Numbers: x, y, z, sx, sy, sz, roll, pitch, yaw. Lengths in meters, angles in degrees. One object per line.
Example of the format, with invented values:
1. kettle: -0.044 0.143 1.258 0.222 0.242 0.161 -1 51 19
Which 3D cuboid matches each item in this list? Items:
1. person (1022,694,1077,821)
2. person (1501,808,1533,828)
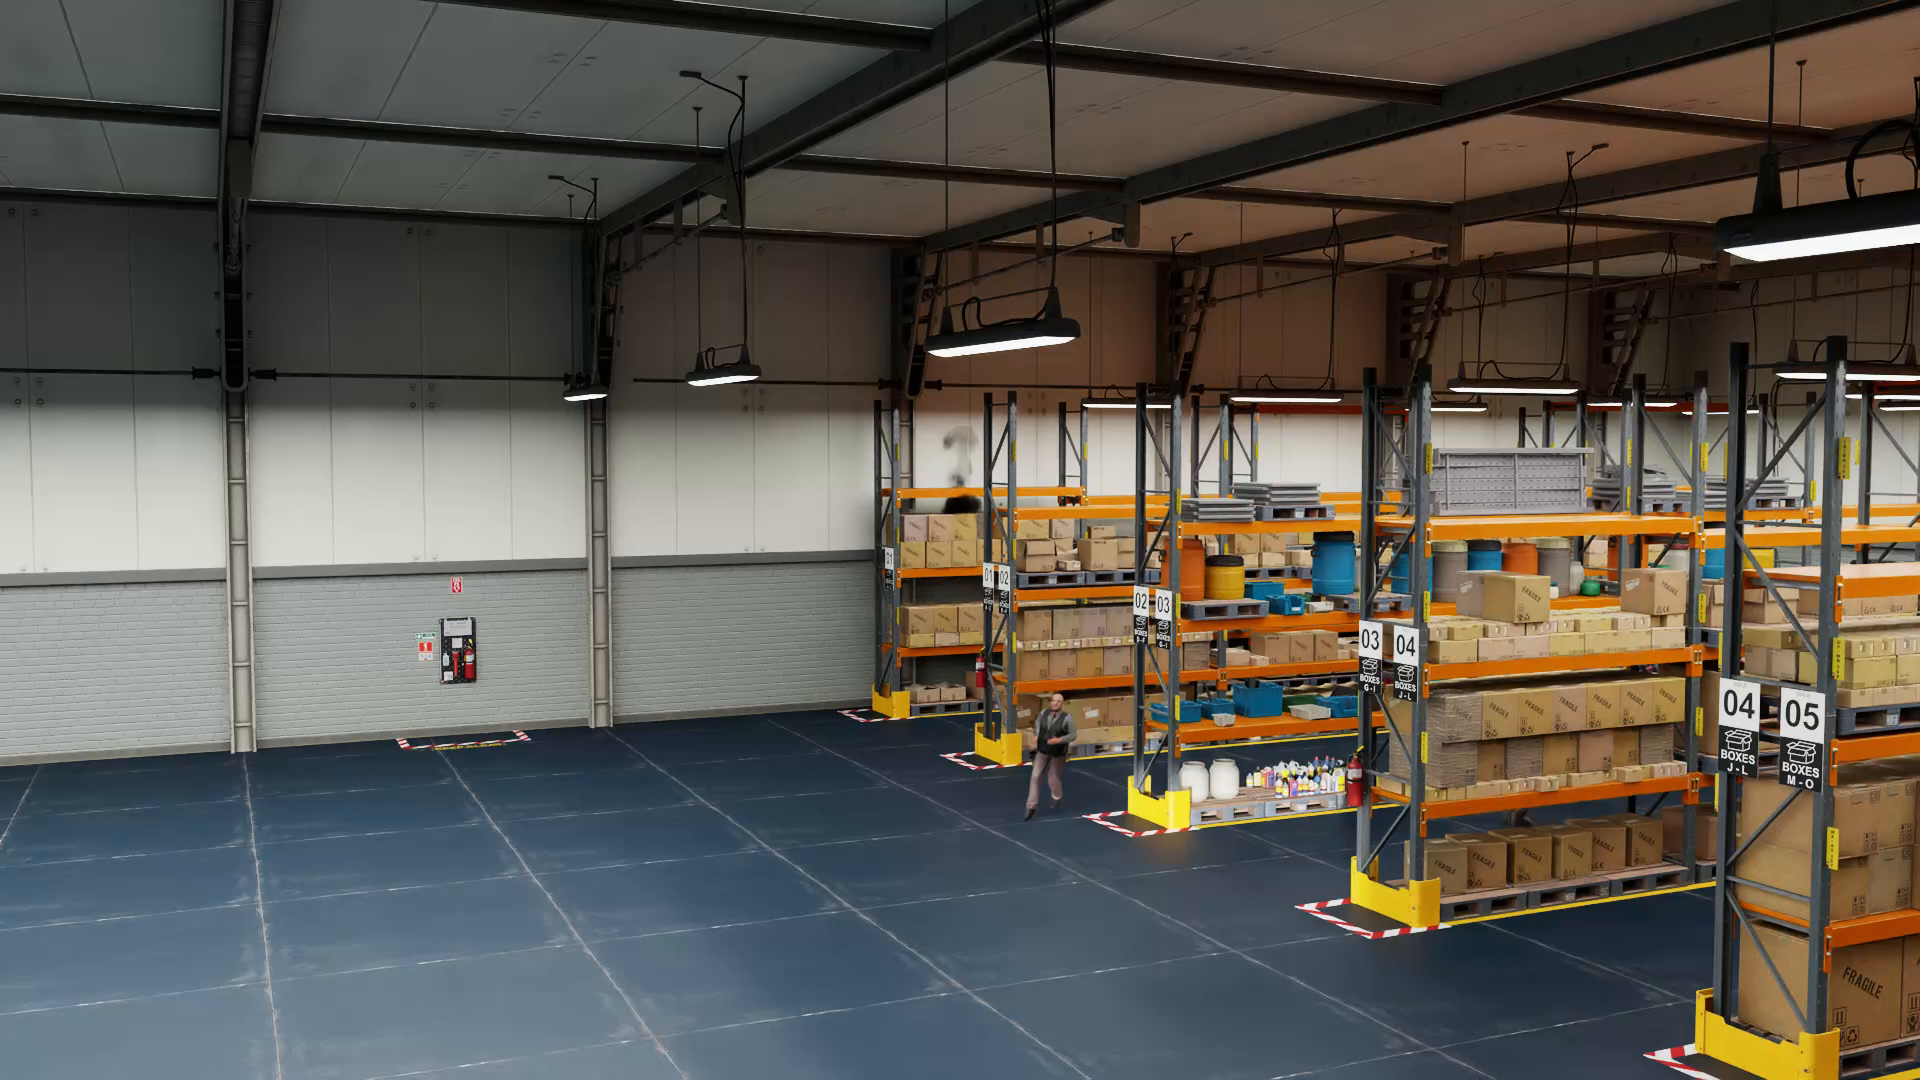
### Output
1. person: 1.306 2.976 23.027 0.679 1.723 0.906 1 4 23
2. person: 7.053 3.156 20.864 0.564 1.617 0.576 -2 4 -31
